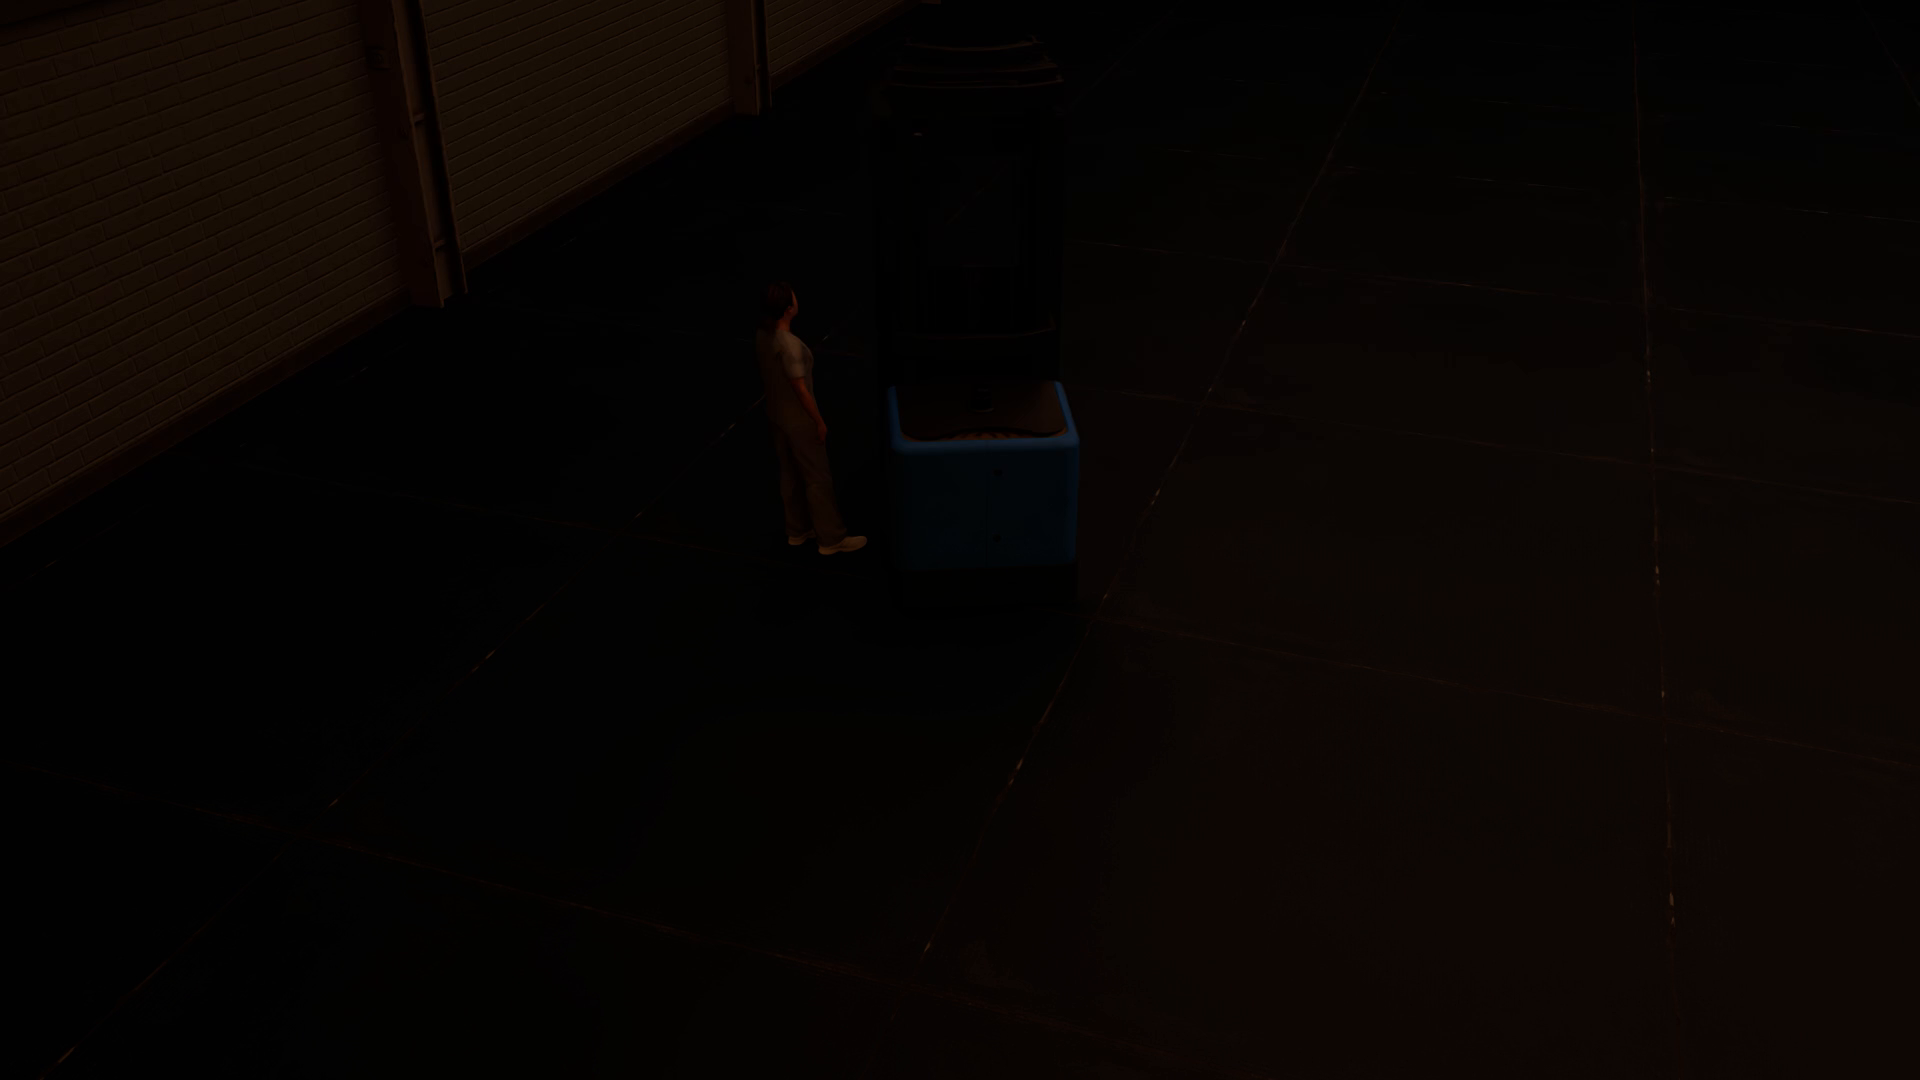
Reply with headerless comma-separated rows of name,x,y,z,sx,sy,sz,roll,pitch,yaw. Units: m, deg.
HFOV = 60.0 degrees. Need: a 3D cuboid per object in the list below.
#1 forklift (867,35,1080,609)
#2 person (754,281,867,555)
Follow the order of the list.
forklift,0.030,-1.591,9.927,1.130,2.935,3.031,-2,30,-4
person,-0.909,-0.719,9.669,0.522,1.669,0.545,-19,35,-30
